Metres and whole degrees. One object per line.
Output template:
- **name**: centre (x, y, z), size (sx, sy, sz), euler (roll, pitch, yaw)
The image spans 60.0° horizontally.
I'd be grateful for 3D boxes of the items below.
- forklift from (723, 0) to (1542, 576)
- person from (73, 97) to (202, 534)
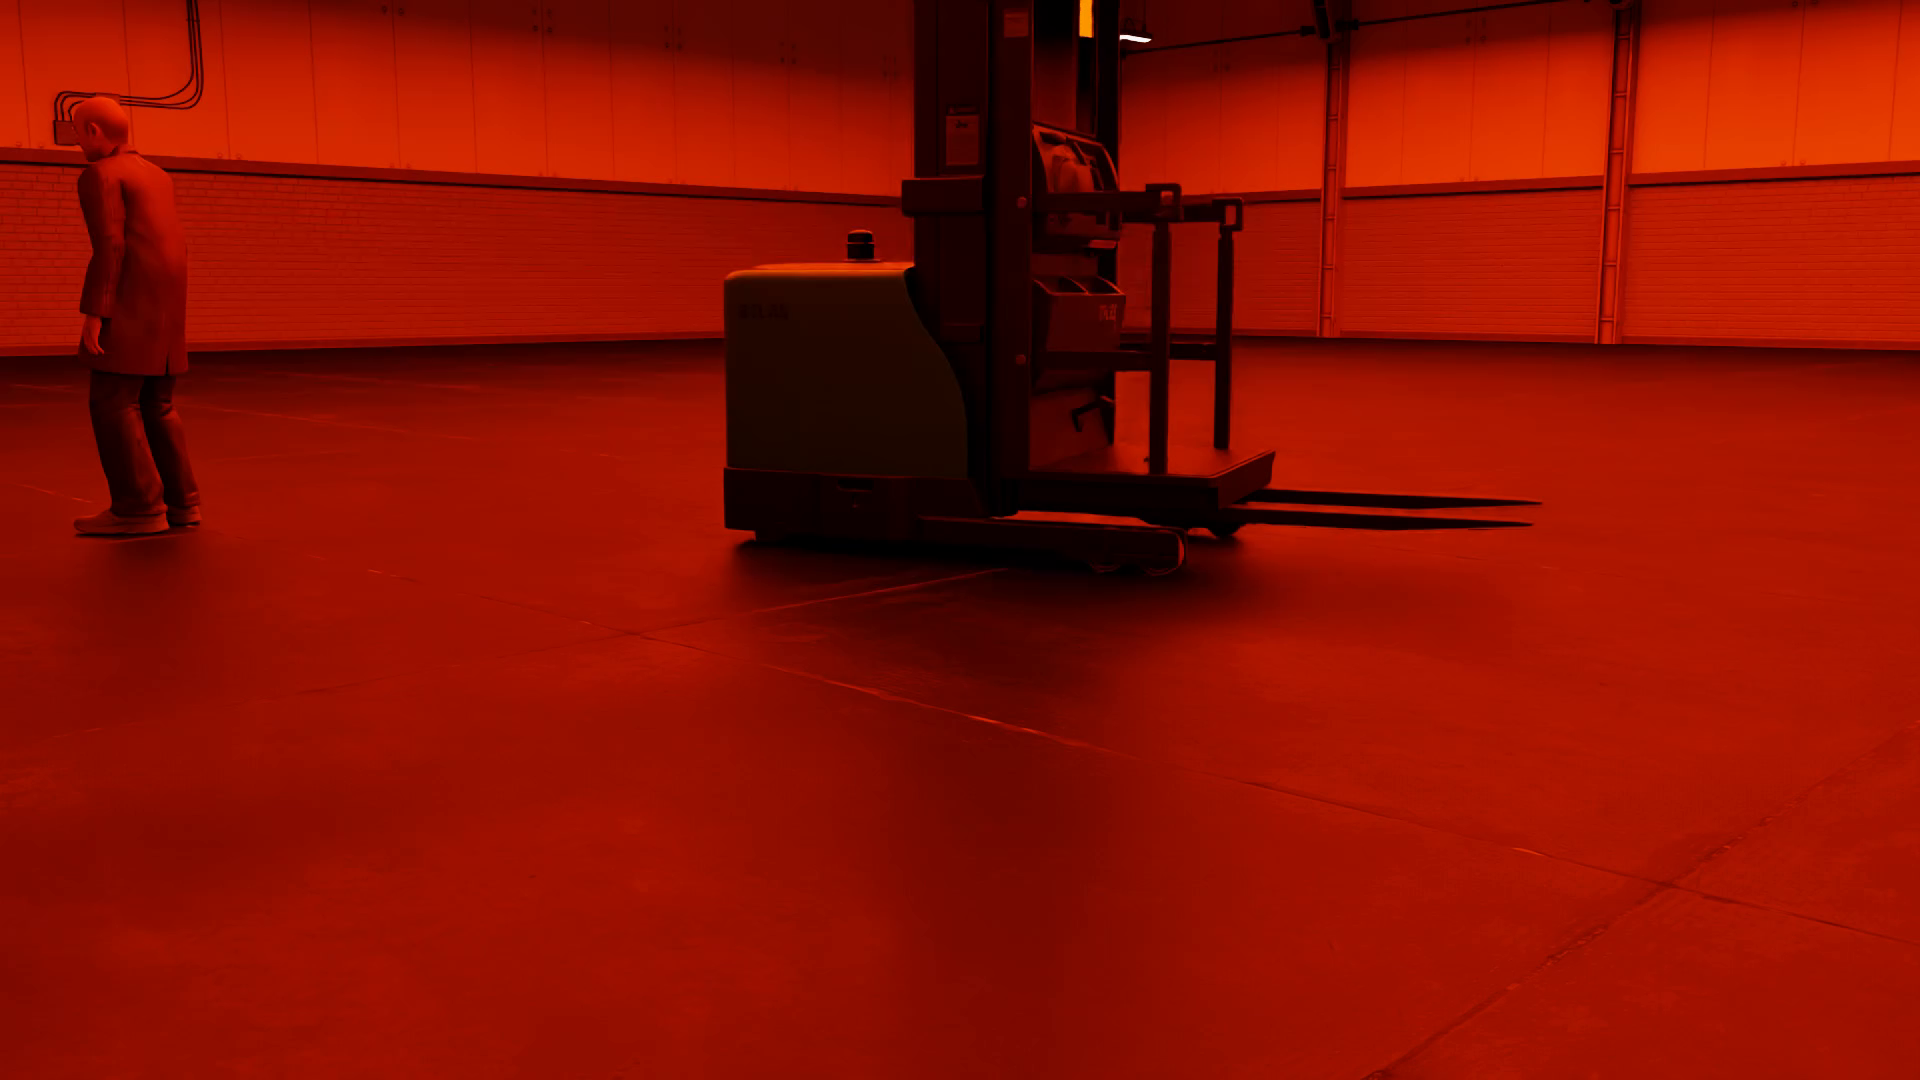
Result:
- **forklift**: centre (0.635, -1.380, 6.253), size (3.031, 2.867, 1.129), euler (3, 9, 22)
- **person**: centre (-3.461, -0.923, 6.896), size (0.389, 1.772, 0.599), euler (1, 9, 4)
